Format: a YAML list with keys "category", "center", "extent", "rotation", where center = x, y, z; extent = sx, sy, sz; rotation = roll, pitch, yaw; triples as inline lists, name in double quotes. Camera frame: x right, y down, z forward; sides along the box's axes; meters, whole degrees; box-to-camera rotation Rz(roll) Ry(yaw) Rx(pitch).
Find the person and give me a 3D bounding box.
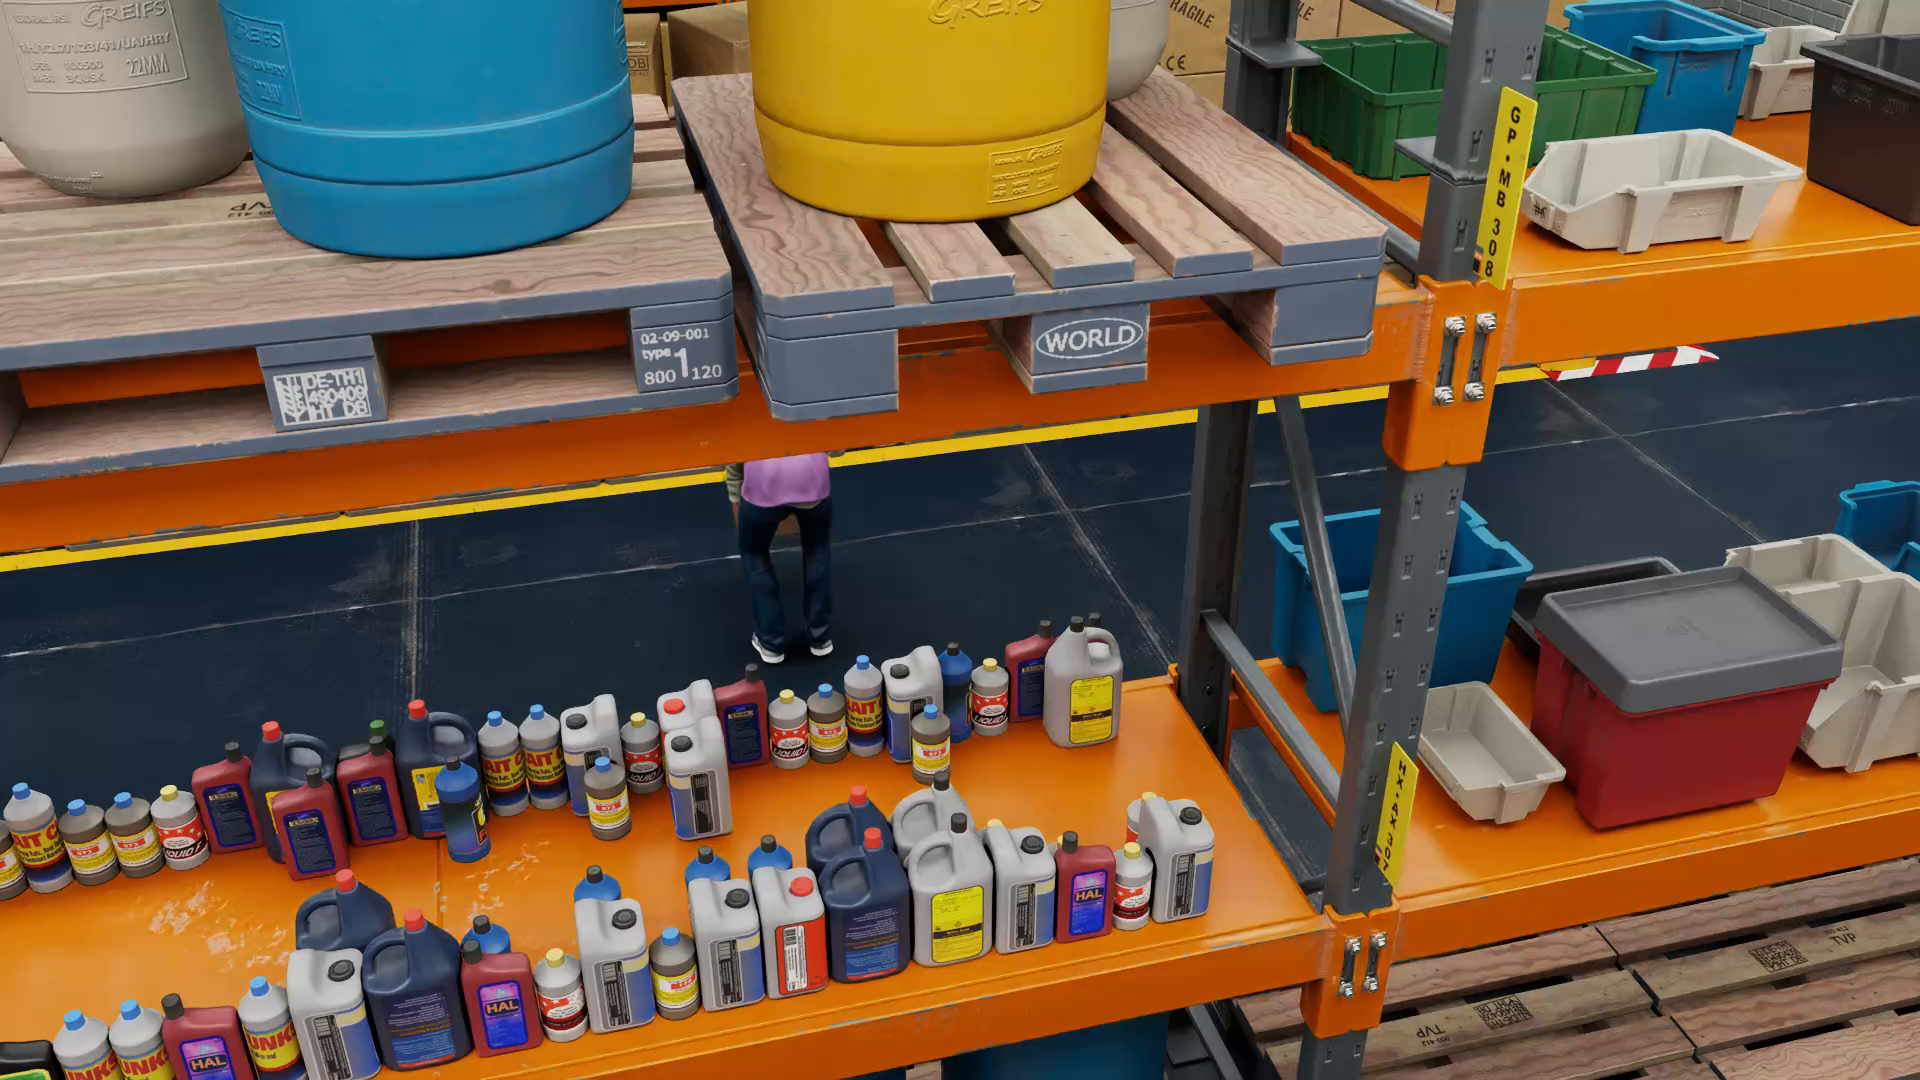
- category: "person"
  center: [-0.752, -0.139, 6.830]
  extent: [0.385, 1.136, 0.848]
  rotation: [-9, 32, -15]
